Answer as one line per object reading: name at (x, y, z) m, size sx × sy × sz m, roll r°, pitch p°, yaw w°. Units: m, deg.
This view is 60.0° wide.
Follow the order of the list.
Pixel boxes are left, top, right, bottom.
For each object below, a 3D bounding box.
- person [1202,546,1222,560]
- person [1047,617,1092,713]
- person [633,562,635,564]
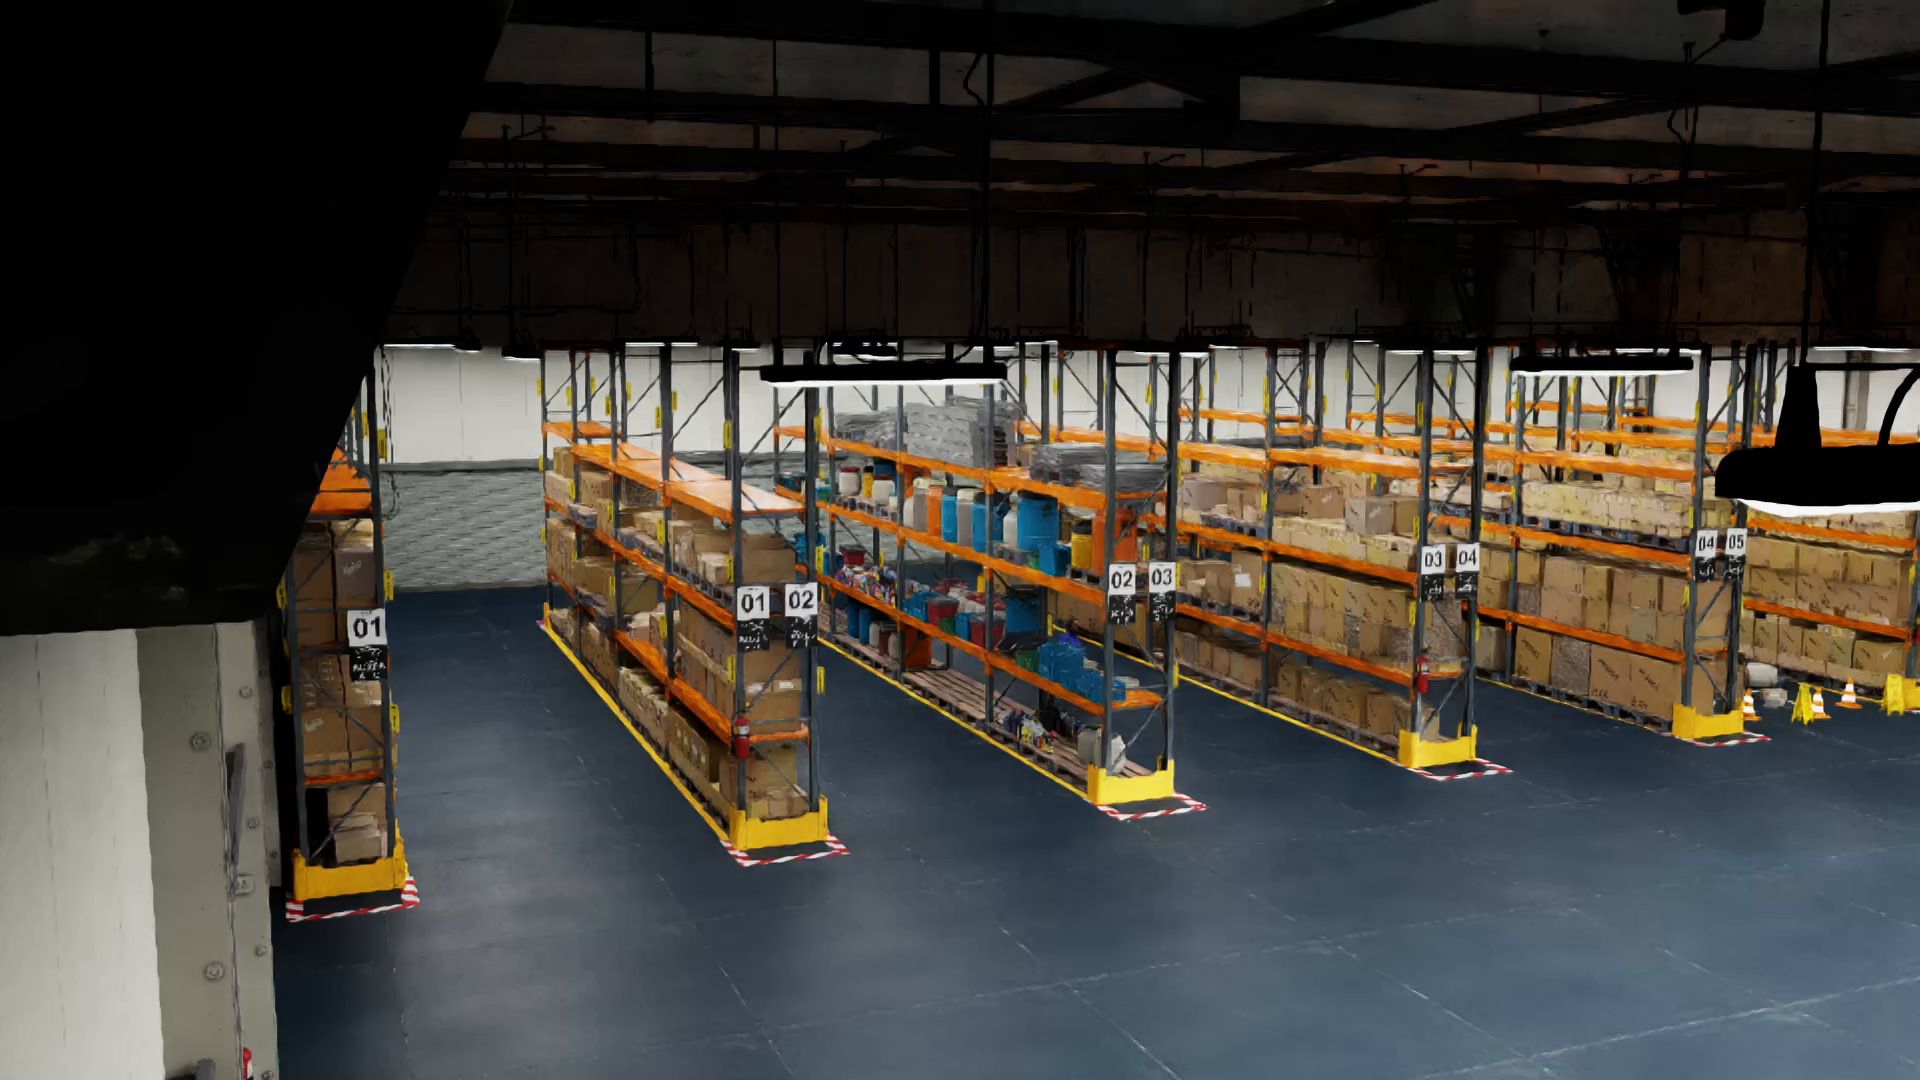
person at (6.378, 0.056, 41.756) m, size 0.742 × 1.721 × 0.490 m, roll 7°, pitch 10°, yaw 41°
person at (1.756, 2.037, 26.971) m, size 0.580 × 1.598 × 0.708 m, roll -7°, pitch 10°, yaw -44°
person at (-6.810, 0.875, 35.685) m, size 0.448 × 1.624 × 0.996 m, roll -4°, pitch 9°, yaw -31°
